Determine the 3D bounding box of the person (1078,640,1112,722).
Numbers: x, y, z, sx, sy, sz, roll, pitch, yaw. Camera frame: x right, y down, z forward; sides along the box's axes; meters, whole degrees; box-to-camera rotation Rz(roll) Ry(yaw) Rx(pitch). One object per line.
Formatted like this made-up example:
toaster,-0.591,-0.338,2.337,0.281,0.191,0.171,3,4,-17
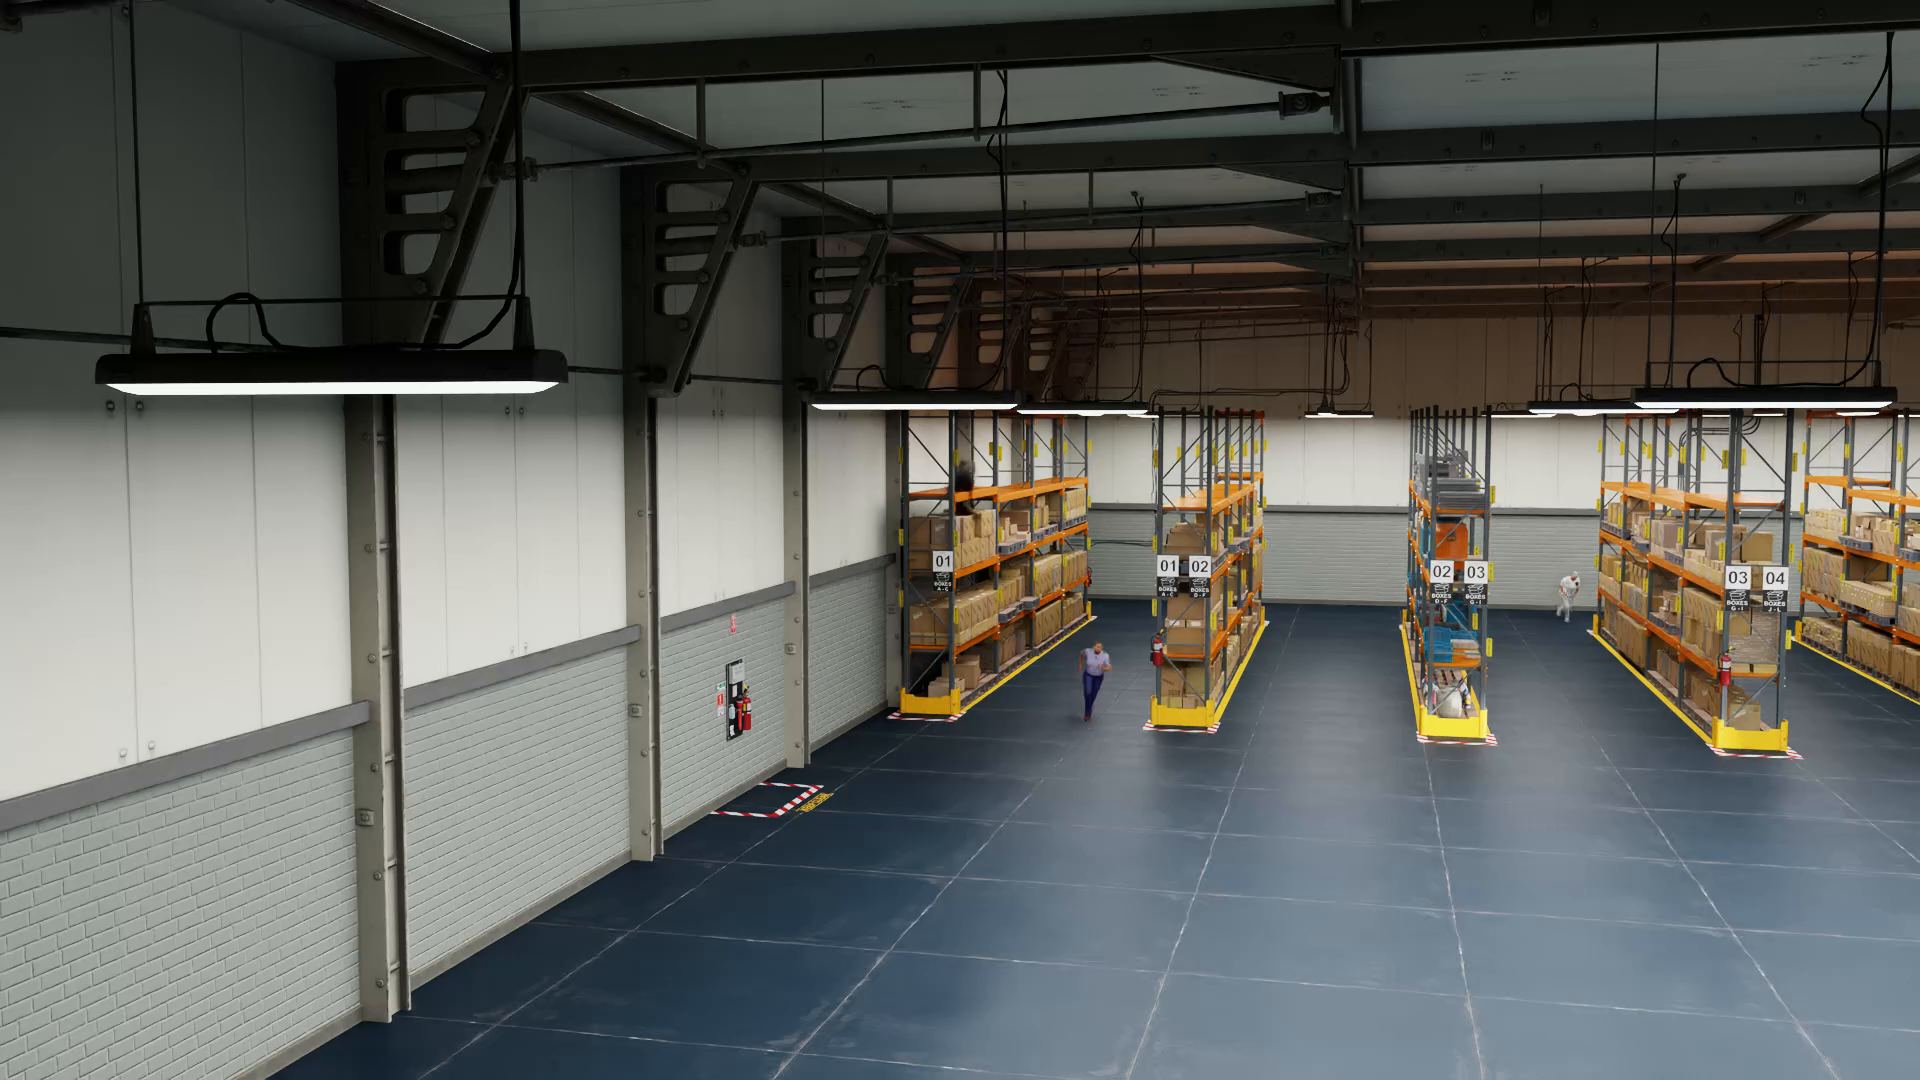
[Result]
person,2.582,2.657,31.827,0.585,1.541,0.993,0,4,-4

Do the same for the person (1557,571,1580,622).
person,17.375,1.588,47.499,0.607,1.489,1.011,-1,4,-9
